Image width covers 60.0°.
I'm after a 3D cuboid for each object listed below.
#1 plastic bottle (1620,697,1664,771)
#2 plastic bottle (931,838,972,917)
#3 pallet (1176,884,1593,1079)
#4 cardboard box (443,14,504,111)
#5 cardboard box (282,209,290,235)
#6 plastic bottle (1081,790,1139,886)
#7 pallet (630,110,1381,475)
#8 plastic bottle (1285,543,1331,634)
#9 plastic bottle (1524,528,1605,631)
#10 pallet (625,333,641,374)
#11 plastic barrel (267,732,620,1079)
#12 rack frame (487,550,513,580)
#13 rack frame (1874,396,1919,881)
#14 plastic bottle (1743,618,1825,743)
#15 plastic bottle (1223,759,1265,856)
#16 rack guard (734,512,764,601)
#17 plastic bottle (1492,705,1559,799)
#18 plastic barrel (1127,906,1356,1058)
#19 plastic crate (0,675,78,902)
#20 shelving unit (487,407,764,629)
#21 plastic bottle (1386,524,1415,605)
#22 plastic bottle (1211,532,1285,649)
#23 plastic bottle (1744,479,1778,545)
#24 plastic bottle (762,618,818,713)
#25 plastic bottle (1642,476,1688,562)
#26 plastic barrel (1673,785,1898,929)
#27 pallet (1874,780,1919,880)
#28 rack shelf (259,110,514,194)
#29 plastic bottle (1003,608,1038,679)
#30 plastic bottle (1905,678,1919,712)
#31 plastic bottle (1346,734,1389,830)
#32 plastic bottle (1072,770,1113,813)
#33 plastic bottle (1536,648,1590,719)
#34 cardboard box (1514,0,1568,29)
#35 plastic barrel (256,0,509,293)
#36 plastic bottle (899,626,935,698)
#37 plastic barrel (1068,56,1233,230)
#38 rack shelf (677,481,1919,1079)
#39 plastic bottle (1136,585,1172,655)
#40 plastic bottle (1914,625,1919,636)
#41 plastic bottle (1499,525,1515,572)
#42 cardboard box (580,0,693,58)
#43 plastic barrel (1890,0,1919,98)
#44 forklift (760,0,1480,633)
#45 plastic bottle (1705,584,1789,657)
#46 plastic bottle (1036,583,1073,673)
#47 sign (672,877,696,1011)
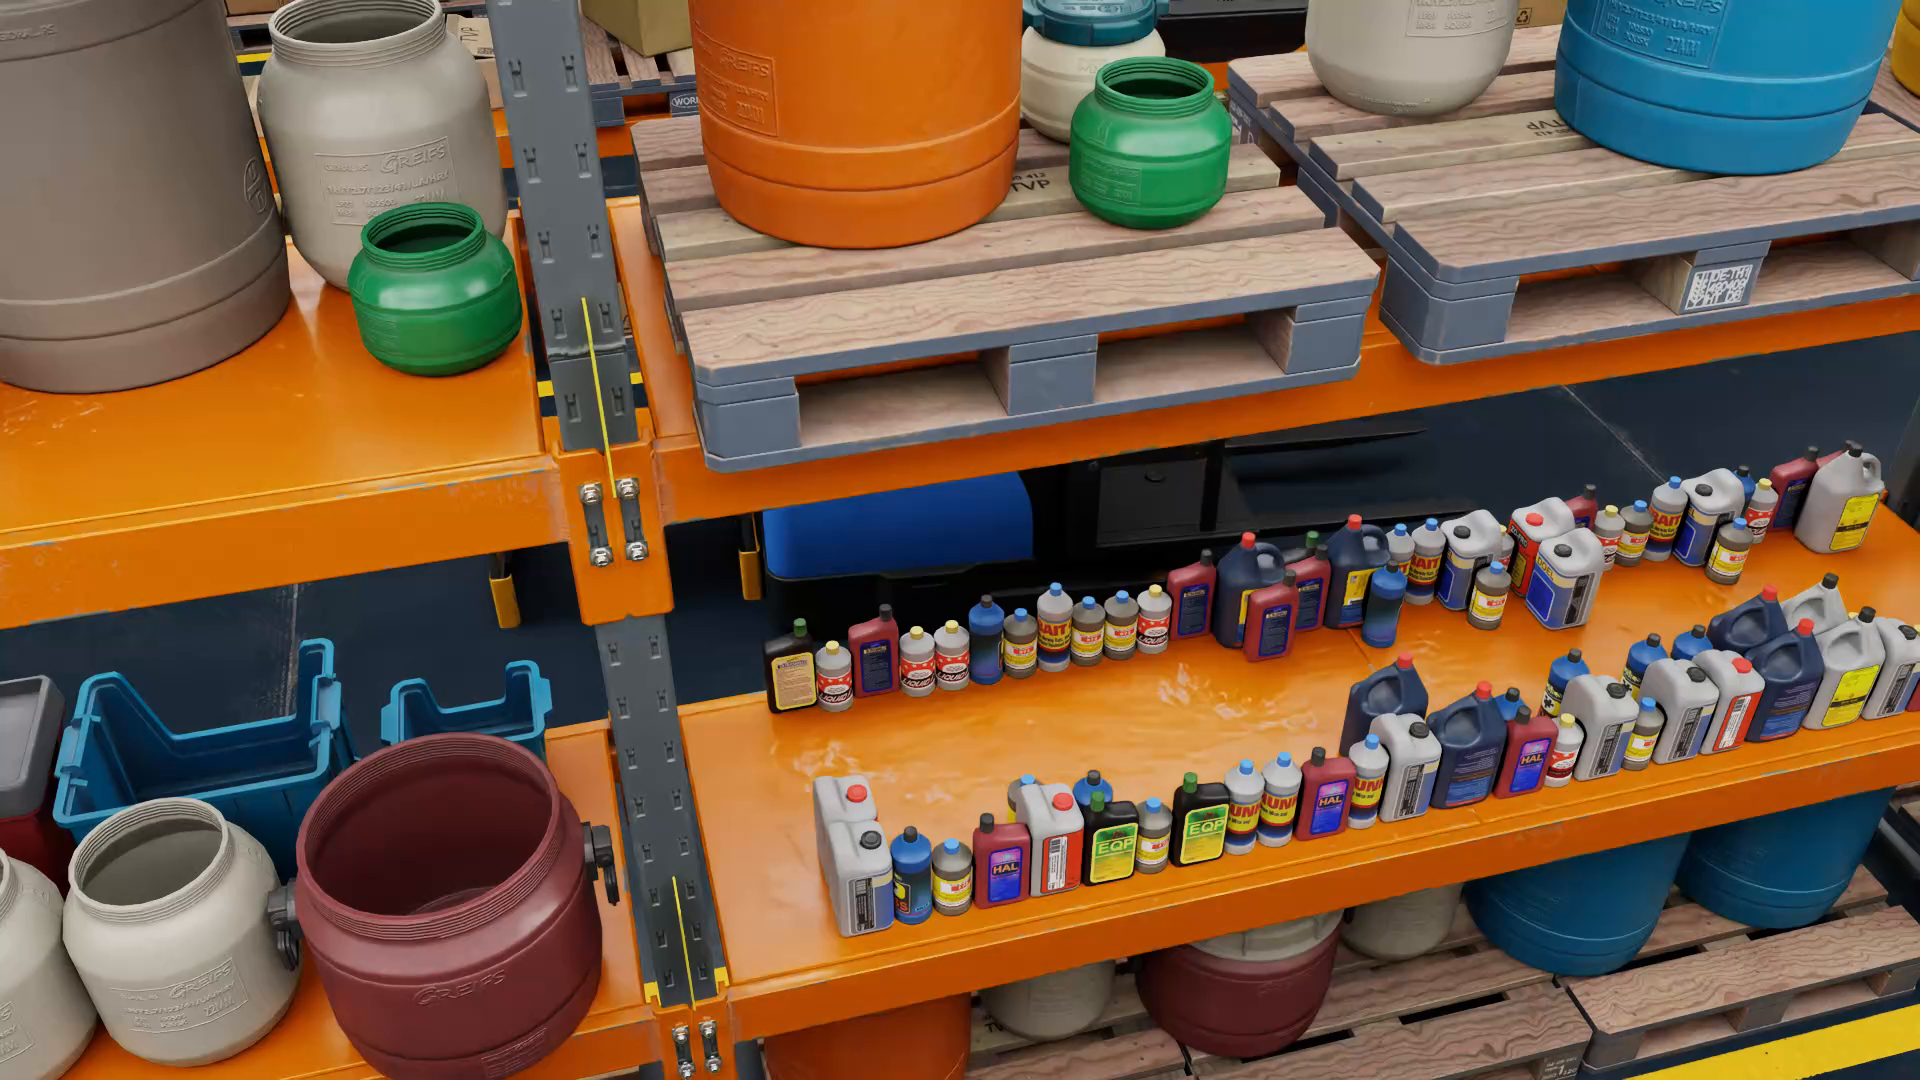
[{"bbox_3d":[1.757,0.492,4.301,0.097,0.201,0.097,0,37,0],"label":"plastic bottle"},{"bbox_3d":[-0.019,0.784,3.920,0.097,0.201,0.097,0,37,0],"label":"plastic bottle"},{"bbox_3d":[1.191,1.369,5.287,1.213,0.211,1.003,-9,38,-12],"label":"pallet"},{"bbox_3d":[-2.385,-2.237,7.779,0.500,0.311,0.500,-7,38,-9],"label":"cardboard box"},{"bbox_3d":[-3.109,-1.603,8.333,0.500,0.311,0.500,-10,39,-13],"label":"cardboard box"},{"bbox_3d":[0.356,0.701,3.961,0.133,0.283,0.061,-9,38,-12],"label":"plastic bottle"},{"bbox_3d":[0.030,-0.579,3.224,1.213,0.211,1.003,-9,38,-12],"label":"pallet"},{"bbox_3d":[0.971,0.138,4.697,0.133,0.283,0.061,-9,38,-12],"label":"plastic bottle"},{"bbox_3d":[1.727,0.103,4.749,0.135,0.276,0.152,-9,38,-12],"label":"plastic bottle"},{"bbox_3d":[-1.292,-1.293,8.767,1.213,0.211,1.003,-9,38,-12],"label":"pallet"},{"bbox_3d":[-1.103,0.799,3.625,0.708,0.536,0.600,-9,38,-12],"label":"plastic barrel"},{"bbox_3d":[-1.907,-0.409,6.551,0.032,1.500,0.500,-6,38,-8],"label":"rack frame"},{"bbox_3d":[3.127,-0.032,4.823,0.127,3.000,1.000,-9,38,-12],"label":"rack frame"},{"bbox_3d":[2.147,0.354,4.359,0.185,0.351,0.144,-9,38,-12],"label":"plastic bottle"},{"bbox_3d":[0.685,0.640,4.050,0.097,0.271,0.097,0,37,0],"label":"plastic bottle"},{"bbox_3d":[-0.908,-0.024,7.075,0.087,0.250,0.587,-6,38,-8],"label":"rack guard"},{"bbox_3d":[1.426,0.526,4.190,0.133,0.283,0.061,-9,38,-12],"label":"plastic bottle"},{"bbox_3d":[0.824,1.126,4.948,0.708,0.588,0.600,-9,38,-12],"label":"plastic barrel"},{"bbox_3d":[-2.374,0.653,3.875,0.583,0.464,0.402,-9,38,-12],"label":"plastic crate"},{"bbox_3d":[-1.398,-0.466,6.625,1.083,1.500,0.587,-6,38,-8],"label":"shelving unit"},{"bbox_3d":[1.250,0.070,4.796,0.097,0.271,0.097,0,37,0],"label":"plastic bottle"},{"bbox_3d":[0.813,0.125,4.658,0.185,0.351,0.144,-9,38,-12],"label":"plastic bottle"},{"bbox_3d":[2.427,-0.095,5.069,0.097,0.201,0.097,0,37,0],"label":"plastic bottle"},{"bbox_3d":[-0.455,0.334,4.441,0.133,0.283,0.061,-9,38,-12],"label":"plastic bottle"},{"bbox_3d":[2.109,-0.071,4.980,0.097,0.271,0.097,0,37,0],"label":"plastic bottle"},{"bbox_3d":[2.598,0.711,5.233,0.708,0.901,0.600,-9,38,-12],"label":"plastic barrel"},{"bbox_3d":[3.827,0.936,5.852,1.213,0.211,1.003,-9,38,-12],"label":"pallet"},{"bbox_3d":[-3.953,-1.702,7.598,4.000,0.370,1.077,-9,38,-12],"label":"rack shelf"},{"bbox_3d":[0.166,0.276,4.584,0.097,0.201,0.097,0,37,0],"label":"plastic bottle"},{"bbox_3d":[2.620,0.330,4.446,0.133,0.283,0.061,-9,38,-12],"label":"plastic bottle"},{"bbox_3d":[1.002,0.588,4.118,0.097,0.271,0.097,0,37,0],"label":"plastic bottle"},{"bbox_3d":[0.317,0.662,4.021,0.097,0.271,0.097,0,37,0],"label":"plastic bottle"},{"bbox_3d":[1.587,0.397,4.369,0.097,0.271,0.097,0,37,0],"label":"plastic bottle"},{"bbox_3d":[2.896,-2.982,8.597,0.500,0.500,0.500,-9,38,-11],"label":"cardboard box"},{"bbox_3d":[-1.114,-0.765,3.220,0.421,0.512,0.421,0,37,0],"label":"plastic barrel"},{"bbox_3d":[-0.116,0.322,4.524,0.097,0.201,0.097,0,37,0],"label":"plastic bottle"},{"bbox_3d":[0.348,-0.728,3.046,0.294,0.245,0.294,0,37,0],"label":"plastic barrel"},{"bbox_3d":[1.196,0.570,4.628,4.000,0.370,1.077,-9,38,-12],"label":"rack shelf"},{"bbox_3d":[0.542,0.214,4.665,0.097,0.201,0.097,0,37,0],"label":"plastic bottle"},{"bbox_3d":[2.582,0.319,4.528,0.097,0.201,0.097,0,37,0],"label":"plastic bottle"},{"bbox_3d":[1.568,0.046,4.885,0.097,0.201,0.097,0,37,0],"label":"plastic bottle"},{"bbox_3d":[-1.444,-2.677,7.853,0.500,0.500,0.700,-23,43,-27],"label":"cardboard box"},{"bbox_3d":[2.299,-1.201,3.382,0.600,0.588,0.600,0,37,0],"label":"plastic barrel"},{"bbox_3d":[0.665,-1.194,6.398,3.031,2.935,1.130,-5,38,-6],"label":"forklift"},{"bbox_3d":[2.109,0.270,4.469,0.185,0.351,0.144,-9,38,-12],"label":"plastic bottle"},{"bbox_3d":[0.260,0.233,4.583,0.097,0.271,0.097,0,37,0],"label":"plastic bottle"},{"bbox_3d":[-0.584,0.858,3.525,0.005,0.325,0.100,-9,38,-12],"label":"sign"}]
